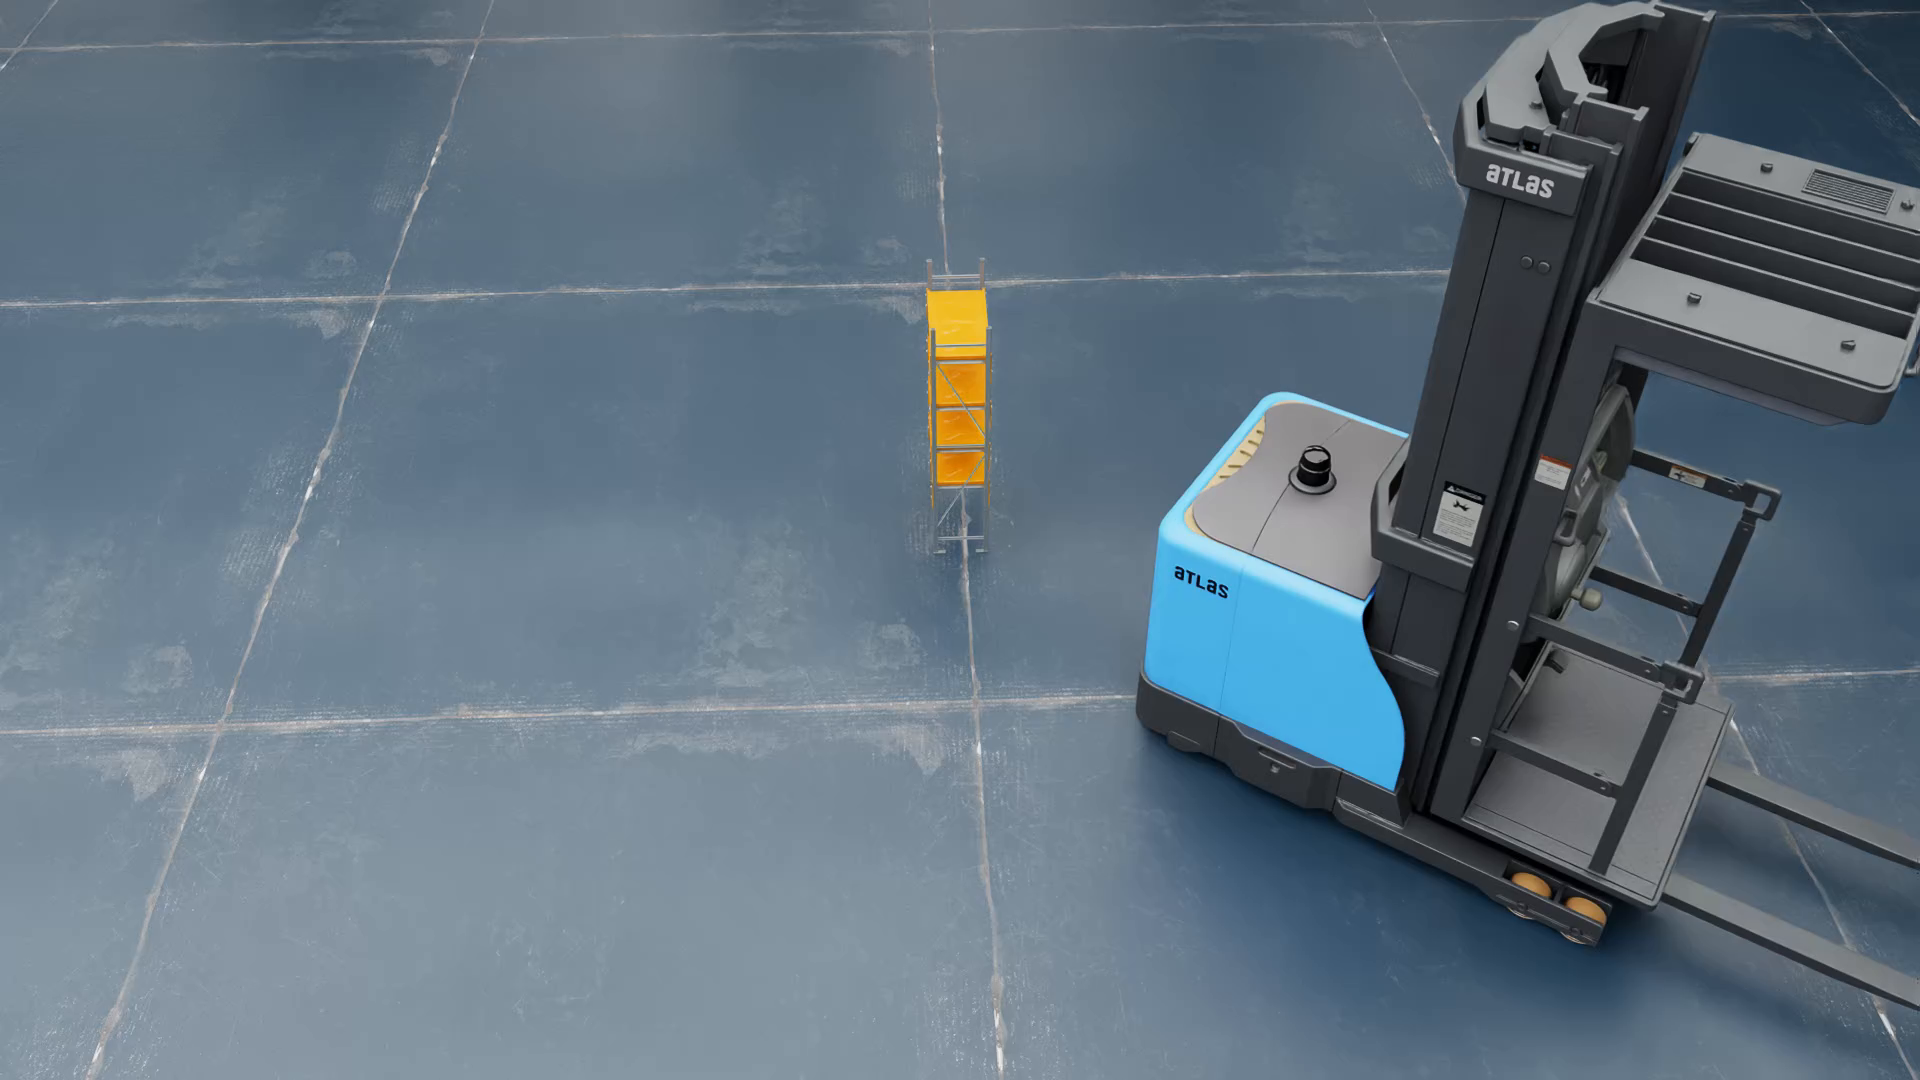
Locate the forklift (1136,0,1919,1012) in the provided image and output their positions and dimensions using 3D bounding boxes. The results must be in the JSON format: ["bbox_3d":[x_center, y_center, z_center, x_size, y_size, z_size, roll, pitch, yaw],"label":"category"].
[{"bbox_3d":[2.210,-0.076,5.313,3.031,2.935,1.130,23,47,23],"label":"forklift"}]

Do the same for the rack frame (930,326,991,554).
[{"bbox_3d":[0.003,-0.389,6.936,0.240,1.200,0.015,-2,43,-2],"label":"rack frame"}]

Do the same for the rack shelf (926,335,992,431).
[{"bbox_3d":[-0.007,-0.669,7.010,0.258,0.148,0.480,-2,43,-2],"label":"rack shelf"}]

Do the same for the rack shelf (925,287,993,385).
[{"bbox_3d":[-0.007,-0.844,6.851,0.258,0.148,0.480,-2,43,-2],"label":"rack shelf"}]

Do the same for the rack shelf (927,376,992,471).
[{"bbox_3d":[-0.007,-0.504,7.162,0.258,0.148,0.480,-2,43,-2],"label":"rack shelf"}]

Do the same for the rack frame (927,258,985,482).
[{"bbox_3d":[-0.017,-0.719,7.296,0.240,1.200,0.015,-2,43,-2],"label":"rack frame"}]

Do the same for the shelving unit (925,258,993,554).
[{"bbox_3d":[-0.007,-0.554,7.116,0.258,1.200,0.503,-2,43,-2],"label":"shelving unit"}]

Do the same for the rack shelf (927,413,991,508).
[{"bbox_3d":[-0.007,-0.358,7.296,0.258,0.148,0.480,-2,43,-2],"label":"rack shelf"}]
